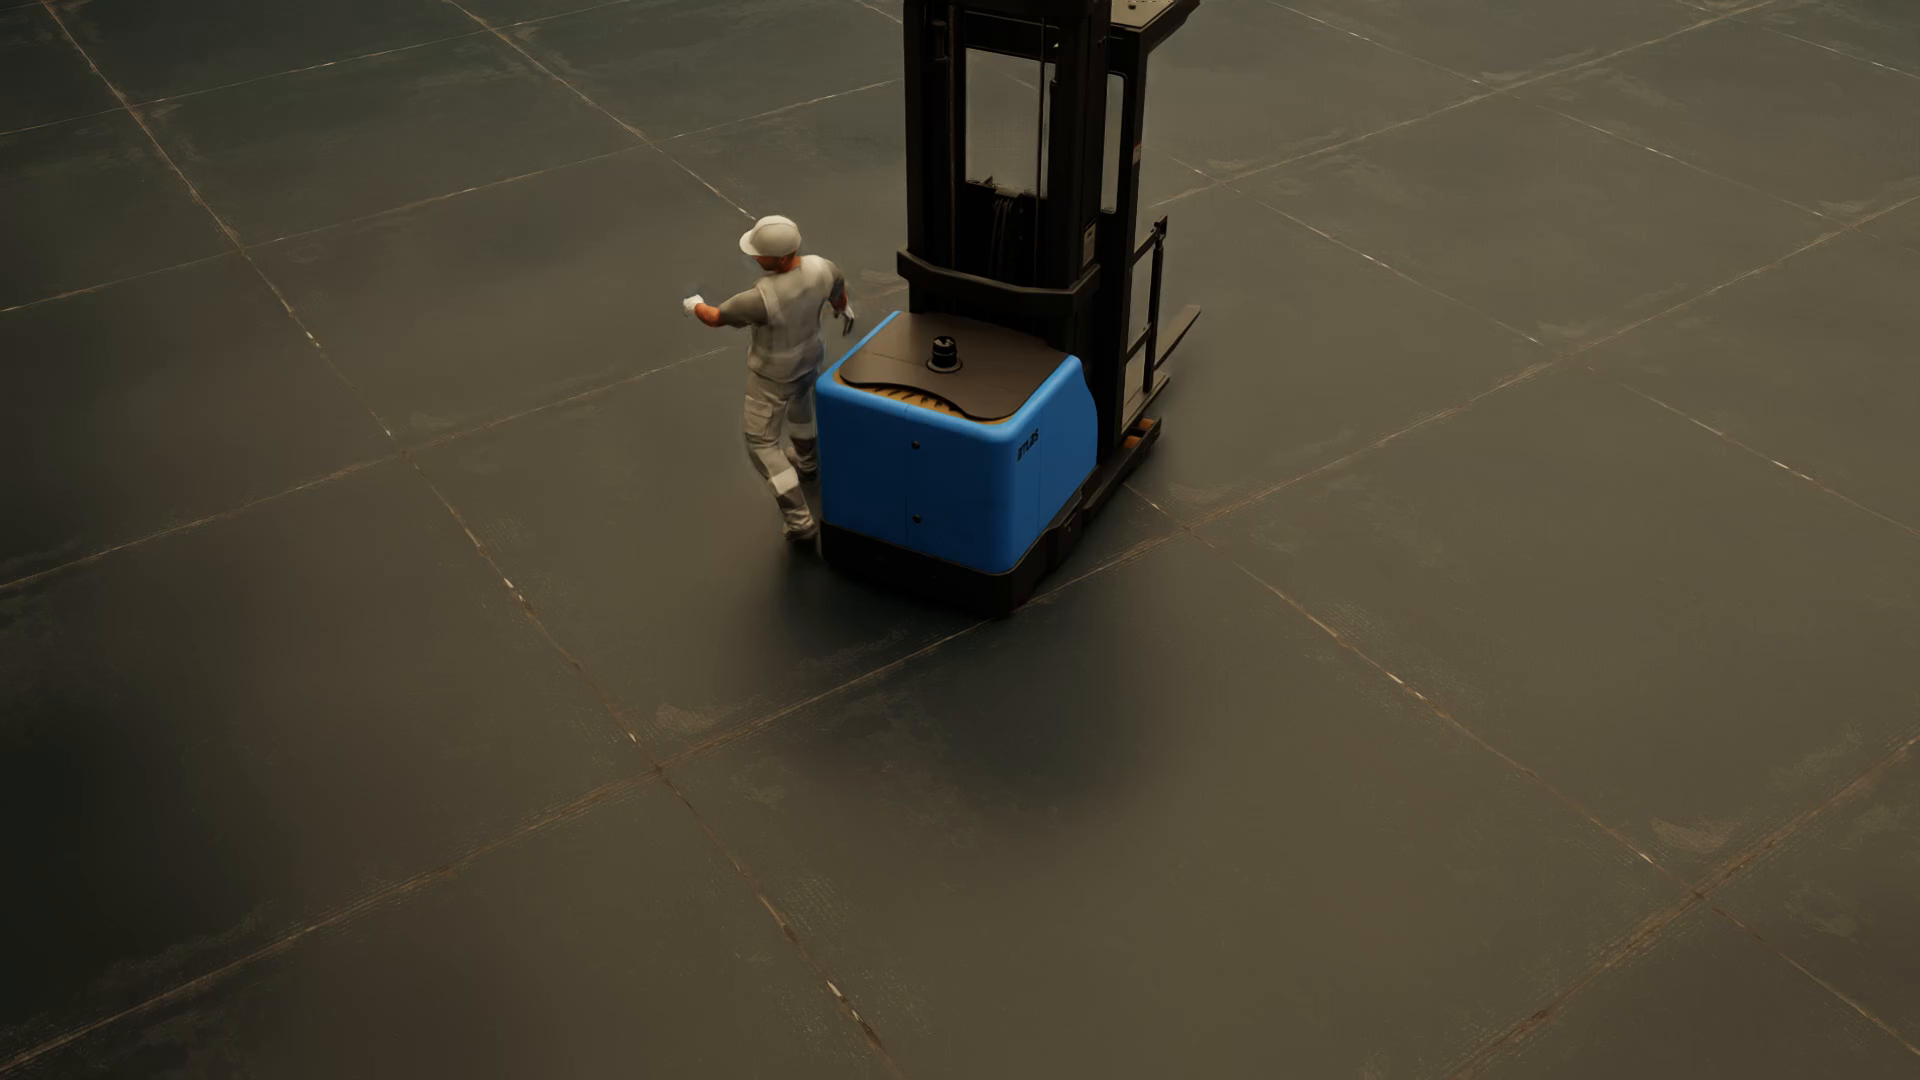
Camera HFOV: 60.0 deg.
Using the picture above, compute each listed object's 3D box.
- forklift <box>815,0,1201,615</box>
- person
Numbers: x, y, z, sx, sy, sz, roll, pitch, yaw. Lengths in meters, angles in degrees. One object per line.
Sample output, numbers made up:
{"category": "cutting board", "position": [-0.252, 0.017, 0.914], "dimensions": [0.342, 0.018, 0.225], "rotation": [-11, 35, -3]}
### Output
{"category": "forklift", "position": [0.443, -1.686, 8.225], "dimensions": [1.130, 2.935, 3.031], "rotation": [17, 40, 22]}
{"category": "person", "position": [-0.862, -0.937, 8.287], "dimensions": [0.894, 1.729, 0.848], "rotation": [26, 44, 30]}
